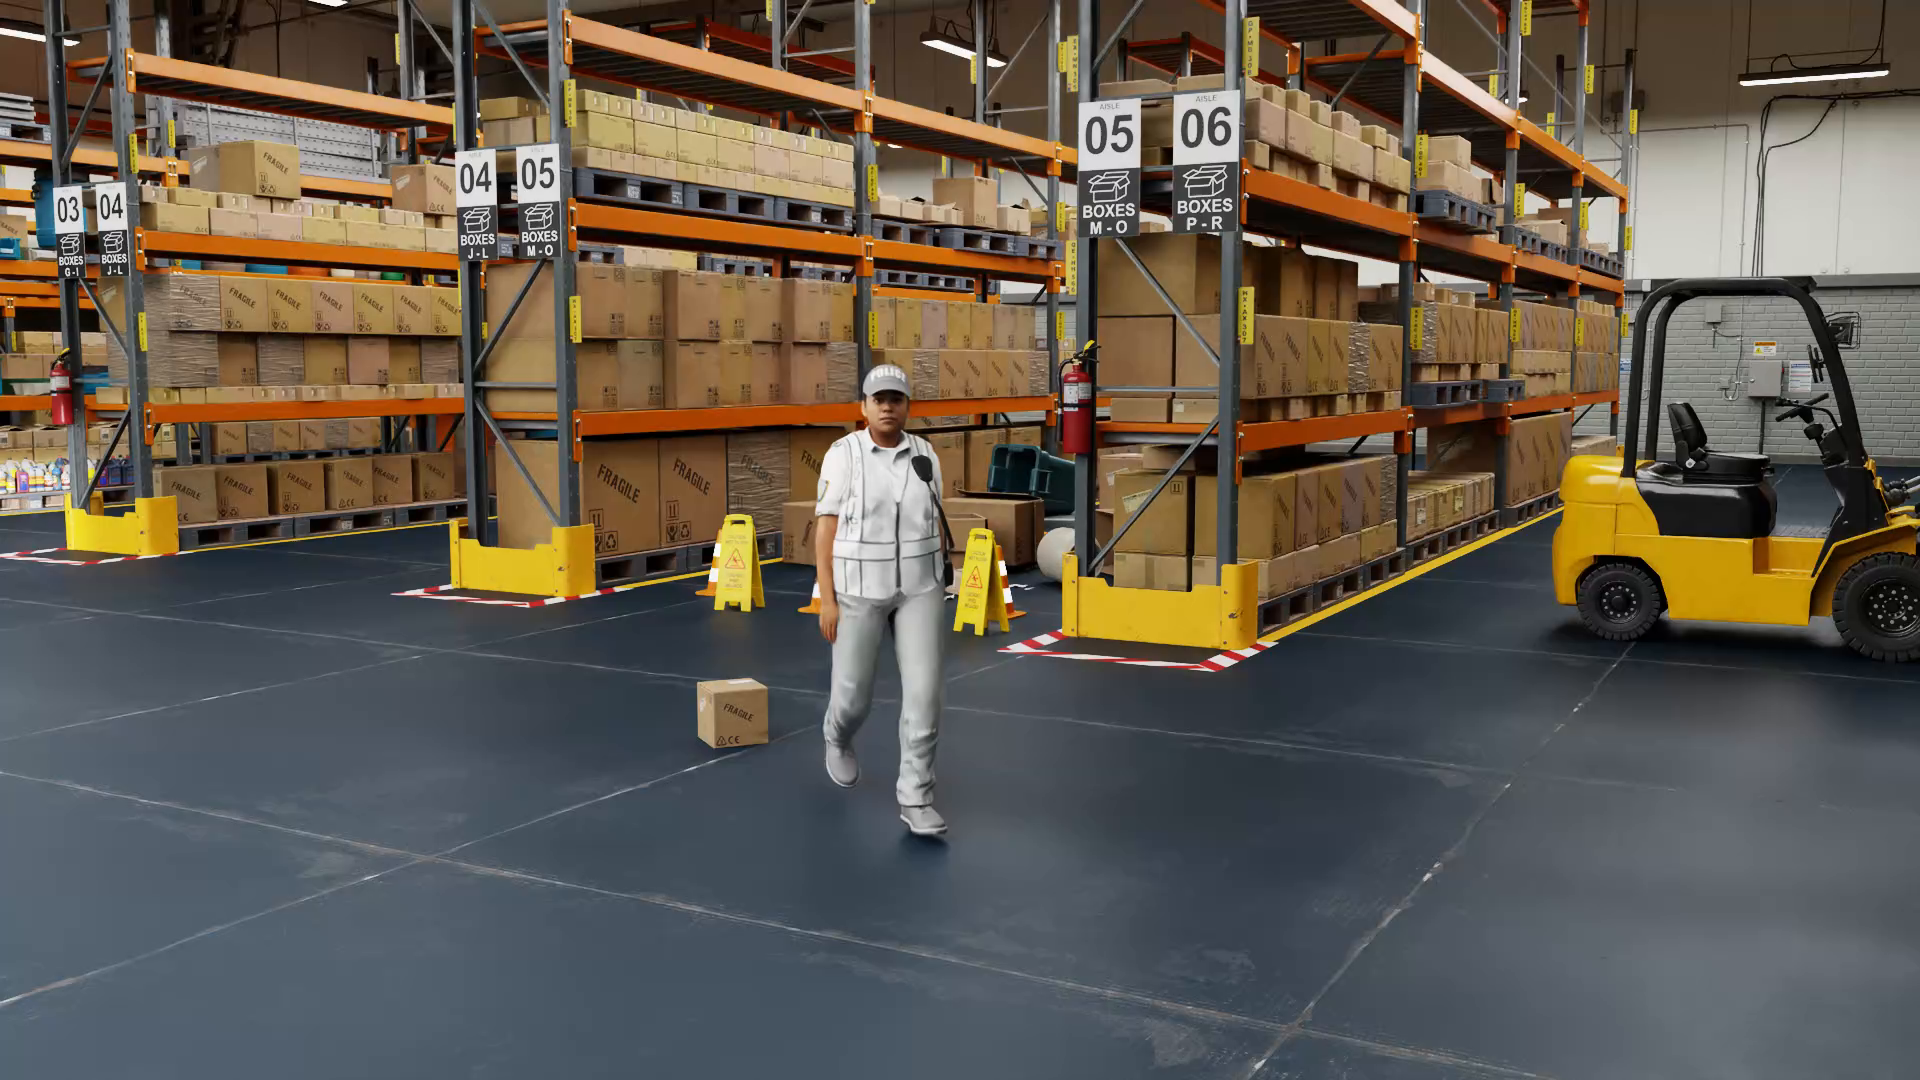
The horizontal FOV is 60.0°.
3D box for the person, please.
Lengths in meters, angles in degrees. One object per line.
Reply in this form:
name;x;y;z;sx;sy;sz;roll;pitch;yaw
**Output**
person;-0.282;0.185;5.993;0.501;1.626;0.790;-2;6;-15
